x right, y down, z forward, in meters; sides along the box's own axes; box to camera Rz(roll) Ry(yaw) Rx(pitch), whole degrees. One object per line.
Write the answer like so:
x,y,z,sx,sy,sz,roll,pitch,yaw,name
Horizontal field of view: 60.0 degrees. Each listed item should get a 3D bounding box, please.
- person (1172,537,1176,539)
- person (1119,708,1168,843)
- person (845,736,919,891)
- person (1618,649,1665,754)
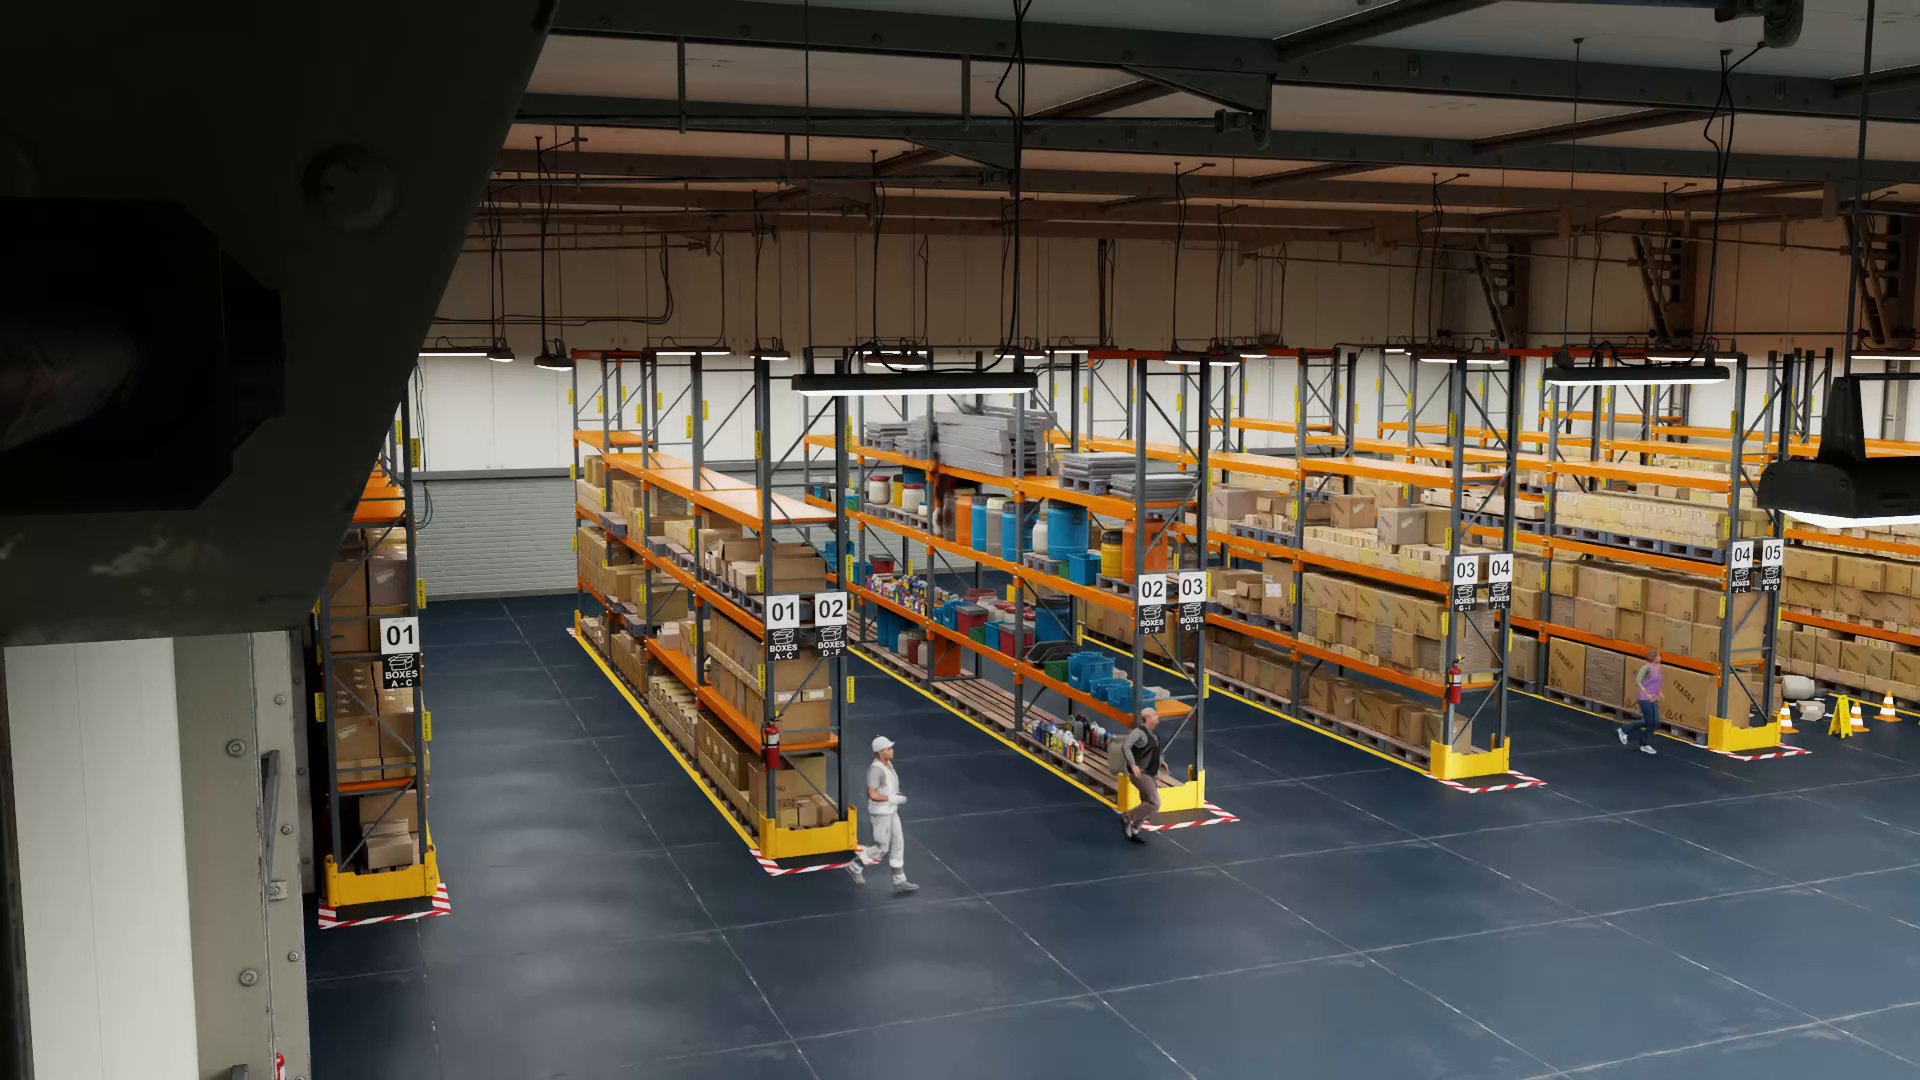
4.940,0.698,39.086,0.609,1.556,0.725,-1,7,-7,person
2.333,2.929,20.808,0.534,1.655,0.713,3,8,25,person
-0.883,3.101,18.869,0.854,1.778,0.678,2,7,15,person
10.445,2.424,25.336,0.577,1.559,0.593,-6,10,-42,person
